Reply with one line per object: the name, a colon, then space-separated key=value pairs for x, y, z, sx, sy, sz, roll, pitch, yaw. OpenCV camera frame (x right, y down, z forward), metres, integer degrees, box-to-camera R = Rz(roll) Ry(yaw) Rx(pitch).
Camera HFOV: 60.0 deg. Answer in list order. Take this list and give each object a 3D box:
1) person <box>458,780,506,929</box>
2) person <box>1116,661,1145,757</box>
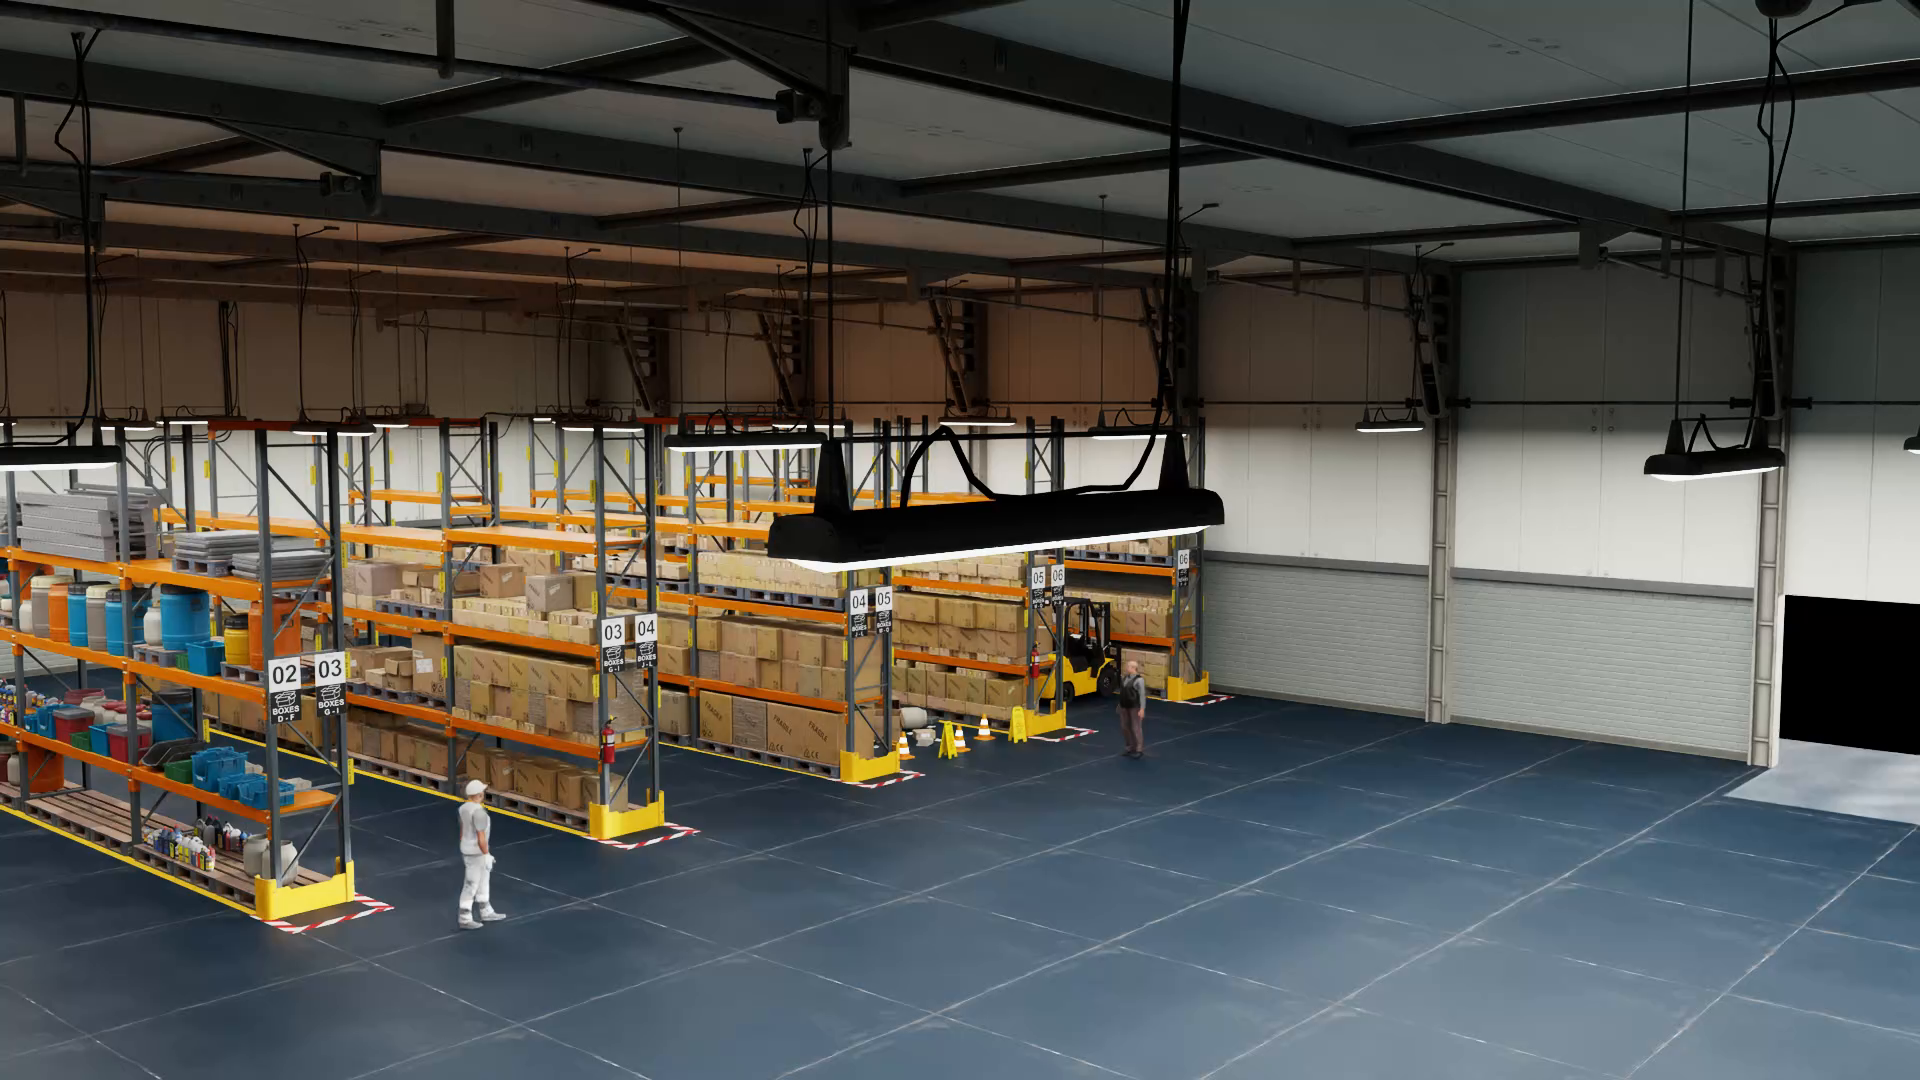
person: x=-5.776 y=3.776 z=20.067 sx=0.583 sy=1.789 sz=0.603 roll=-2 pitch=5 yaw=-23
person: x=3.053 y=3.020 z=29.618 sx=0.397 sy=1.758 sz=0.646 roll=-4 pitch=6 yaw=-42
